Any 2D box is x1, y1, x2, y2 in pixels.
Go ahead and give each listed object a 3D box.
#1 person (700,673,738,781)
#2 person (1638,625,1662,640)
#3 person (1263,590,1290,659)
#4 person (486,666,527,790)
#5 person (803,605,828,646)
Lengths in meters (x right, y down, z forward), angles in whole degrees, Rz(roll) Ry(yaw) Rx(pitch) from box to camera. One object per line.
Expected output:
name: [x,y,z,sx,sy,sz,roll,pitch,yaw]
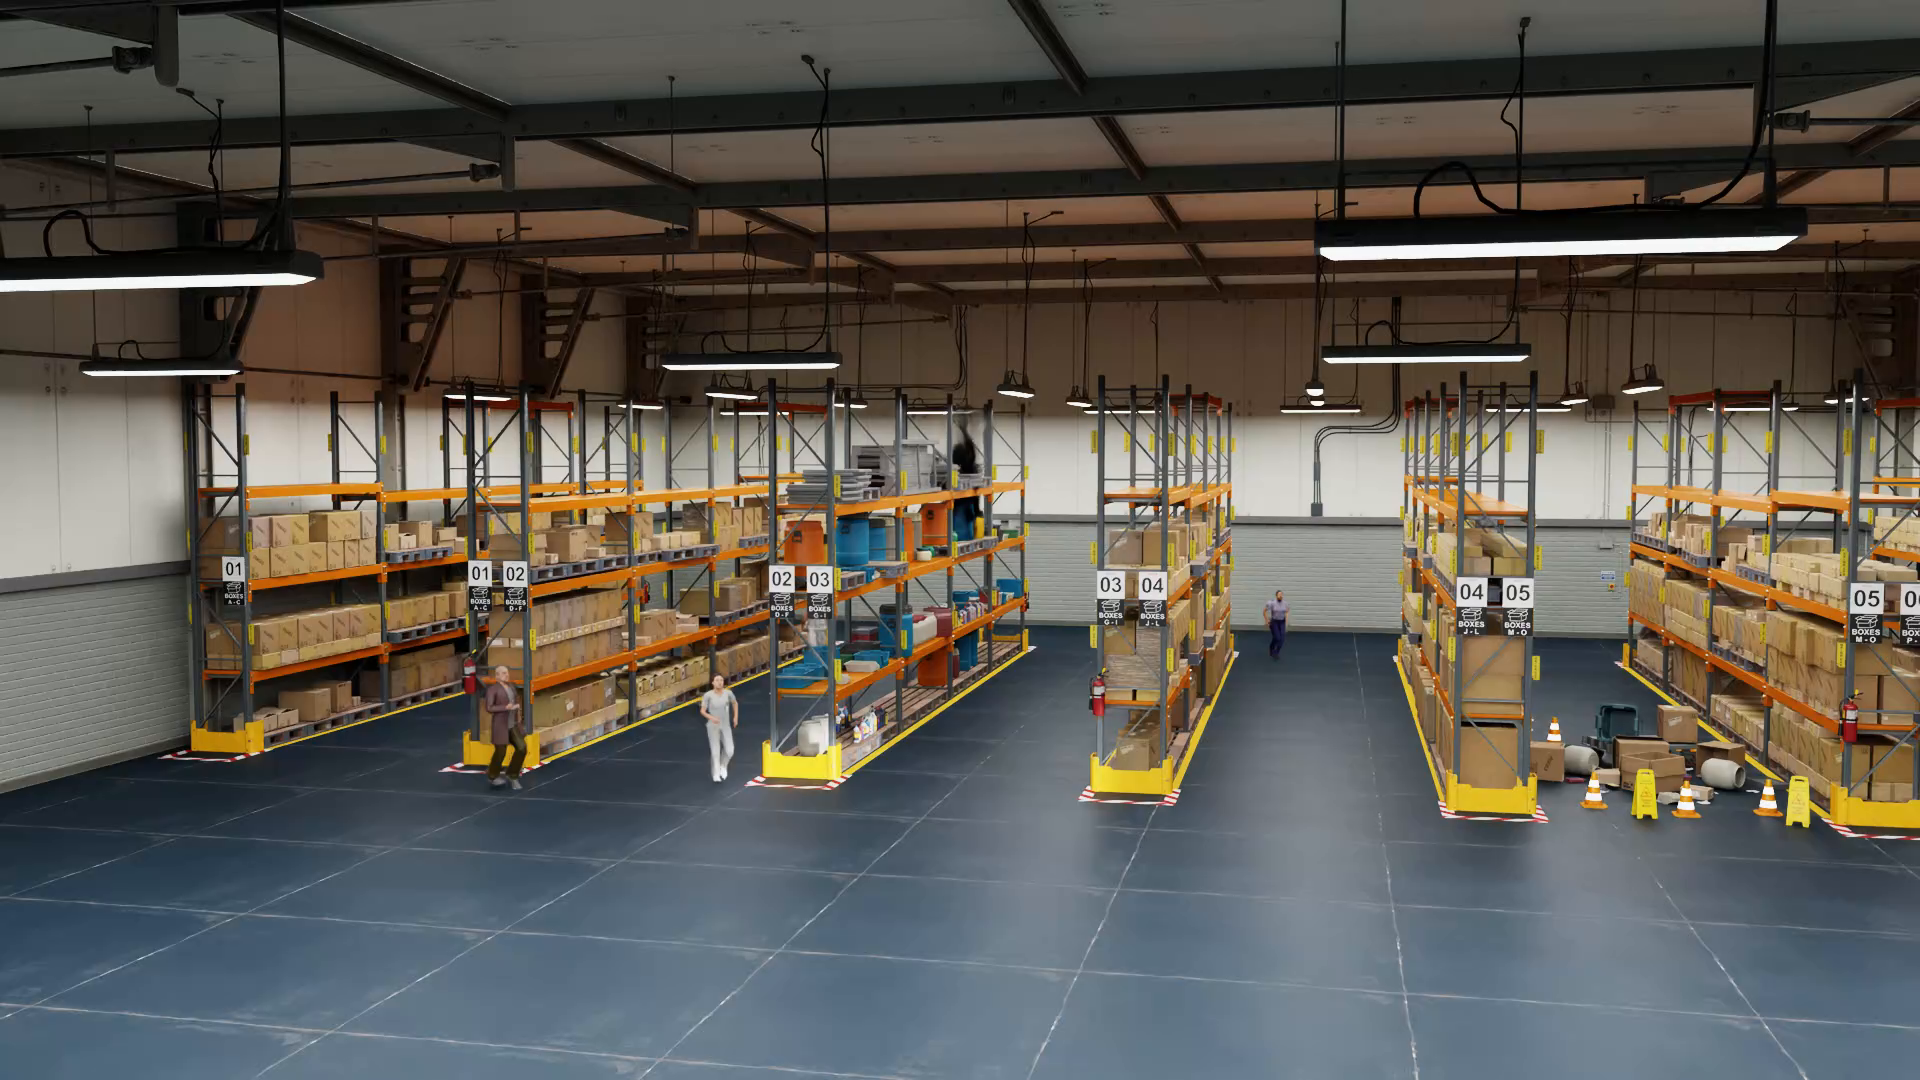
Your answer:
person: [-3.529,2.769,24.554,0.601,1.625,0.567,-1,4,-24]
person: [15.995,1.941,38.552,0.956,1.693,0.722,2,4,33]
person: [7.453,1.990,38.918,0.618,1.595,0.498,-1,3,-11]
person: [-6.584,2.743,24.134,0.768,1.829,0.683,2,4,36]
person: [-3.163,2.012,36.789,0.667,1.791,0.841,0,3,7]
